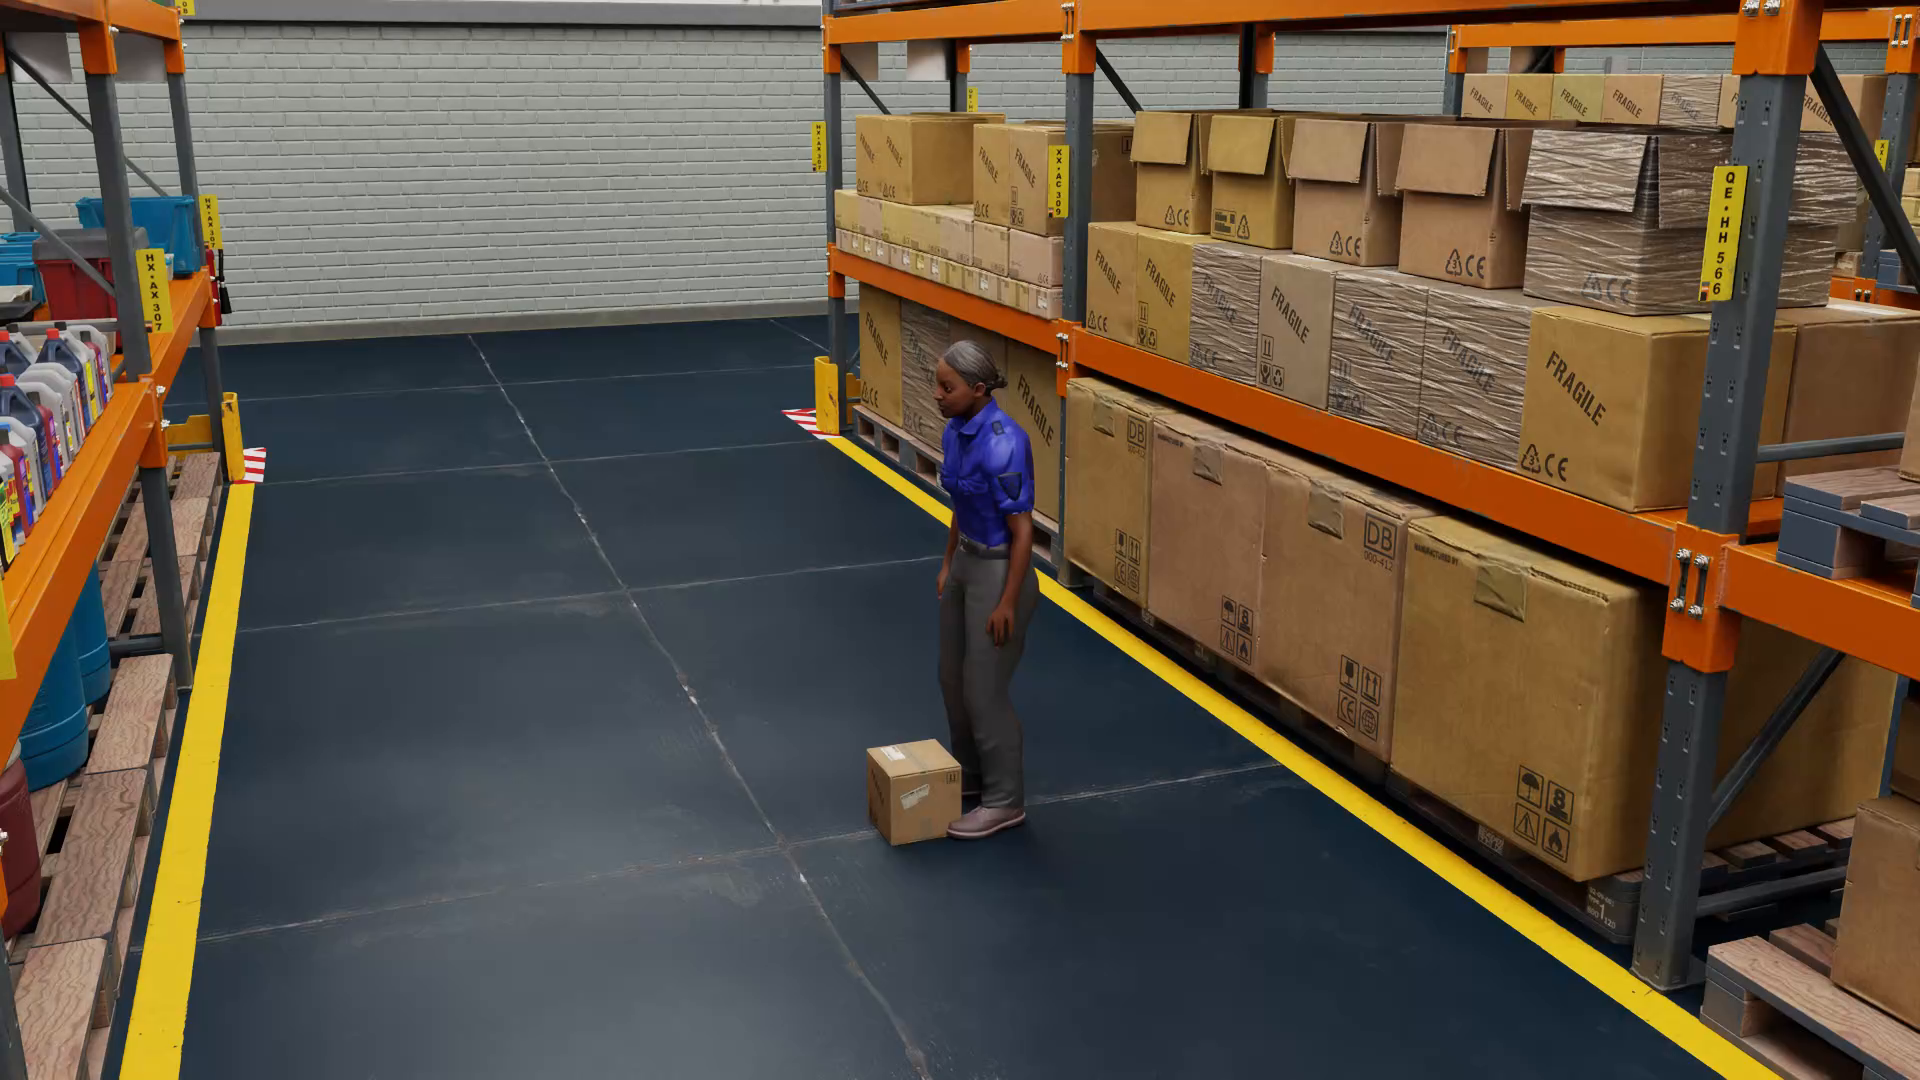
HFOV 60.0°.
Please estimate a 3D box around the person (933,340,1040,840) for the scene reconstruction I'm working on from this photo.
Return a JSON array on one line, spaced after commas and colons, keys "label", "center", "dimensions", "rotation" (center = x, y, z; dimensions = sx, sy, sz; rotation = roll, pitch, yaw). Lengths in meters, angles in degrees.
[{"label": "person", "center": [0.063, 0.150, 5.504], "dimensions": [0.351, 1.654, 0.531], "rotation": [-7, 17, -22]}]
